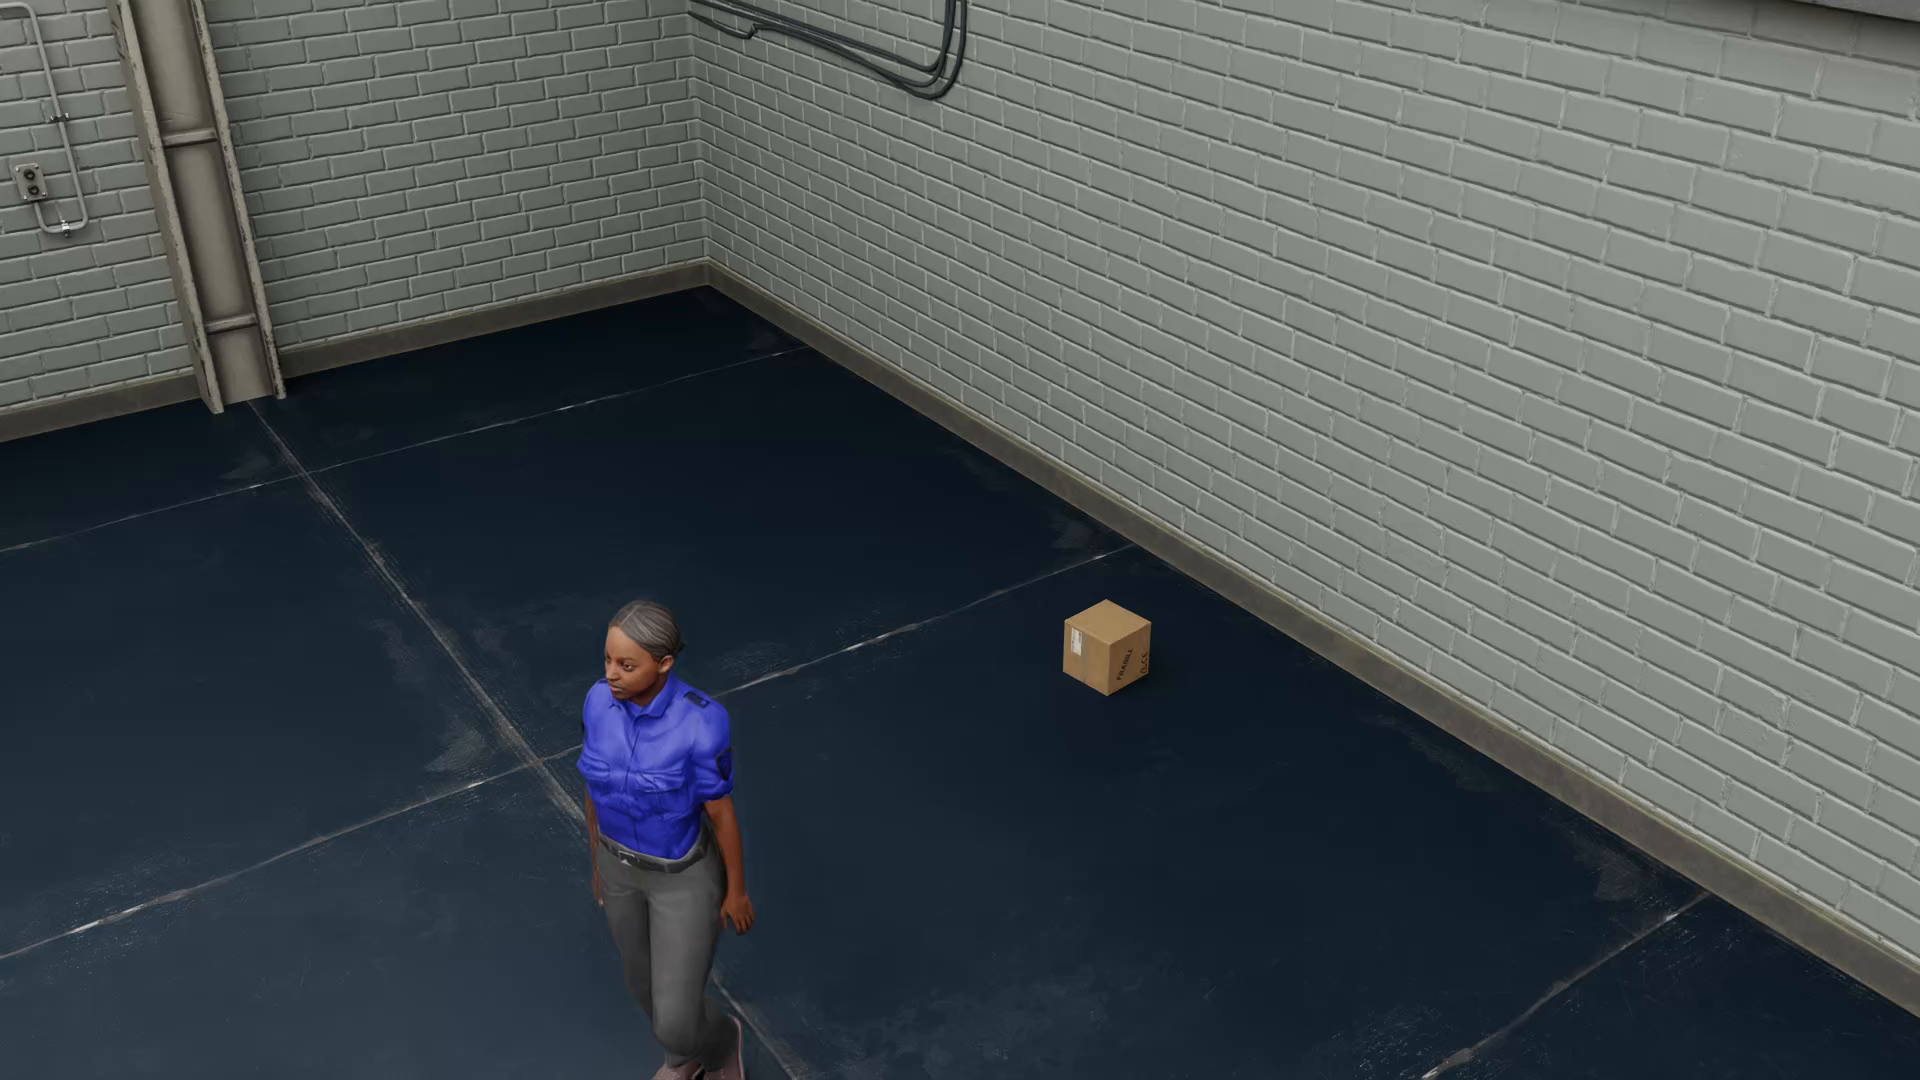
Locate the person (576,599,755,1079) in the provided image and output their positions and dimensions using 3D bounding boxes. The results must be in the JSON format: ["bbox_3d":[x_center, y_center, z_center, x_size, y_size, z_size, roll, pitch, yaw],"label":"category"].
[{"bbox_3d":[-0.813,0.923,4.410,0.481,1.673,0.417,14,32,23],"label":"person"}]
